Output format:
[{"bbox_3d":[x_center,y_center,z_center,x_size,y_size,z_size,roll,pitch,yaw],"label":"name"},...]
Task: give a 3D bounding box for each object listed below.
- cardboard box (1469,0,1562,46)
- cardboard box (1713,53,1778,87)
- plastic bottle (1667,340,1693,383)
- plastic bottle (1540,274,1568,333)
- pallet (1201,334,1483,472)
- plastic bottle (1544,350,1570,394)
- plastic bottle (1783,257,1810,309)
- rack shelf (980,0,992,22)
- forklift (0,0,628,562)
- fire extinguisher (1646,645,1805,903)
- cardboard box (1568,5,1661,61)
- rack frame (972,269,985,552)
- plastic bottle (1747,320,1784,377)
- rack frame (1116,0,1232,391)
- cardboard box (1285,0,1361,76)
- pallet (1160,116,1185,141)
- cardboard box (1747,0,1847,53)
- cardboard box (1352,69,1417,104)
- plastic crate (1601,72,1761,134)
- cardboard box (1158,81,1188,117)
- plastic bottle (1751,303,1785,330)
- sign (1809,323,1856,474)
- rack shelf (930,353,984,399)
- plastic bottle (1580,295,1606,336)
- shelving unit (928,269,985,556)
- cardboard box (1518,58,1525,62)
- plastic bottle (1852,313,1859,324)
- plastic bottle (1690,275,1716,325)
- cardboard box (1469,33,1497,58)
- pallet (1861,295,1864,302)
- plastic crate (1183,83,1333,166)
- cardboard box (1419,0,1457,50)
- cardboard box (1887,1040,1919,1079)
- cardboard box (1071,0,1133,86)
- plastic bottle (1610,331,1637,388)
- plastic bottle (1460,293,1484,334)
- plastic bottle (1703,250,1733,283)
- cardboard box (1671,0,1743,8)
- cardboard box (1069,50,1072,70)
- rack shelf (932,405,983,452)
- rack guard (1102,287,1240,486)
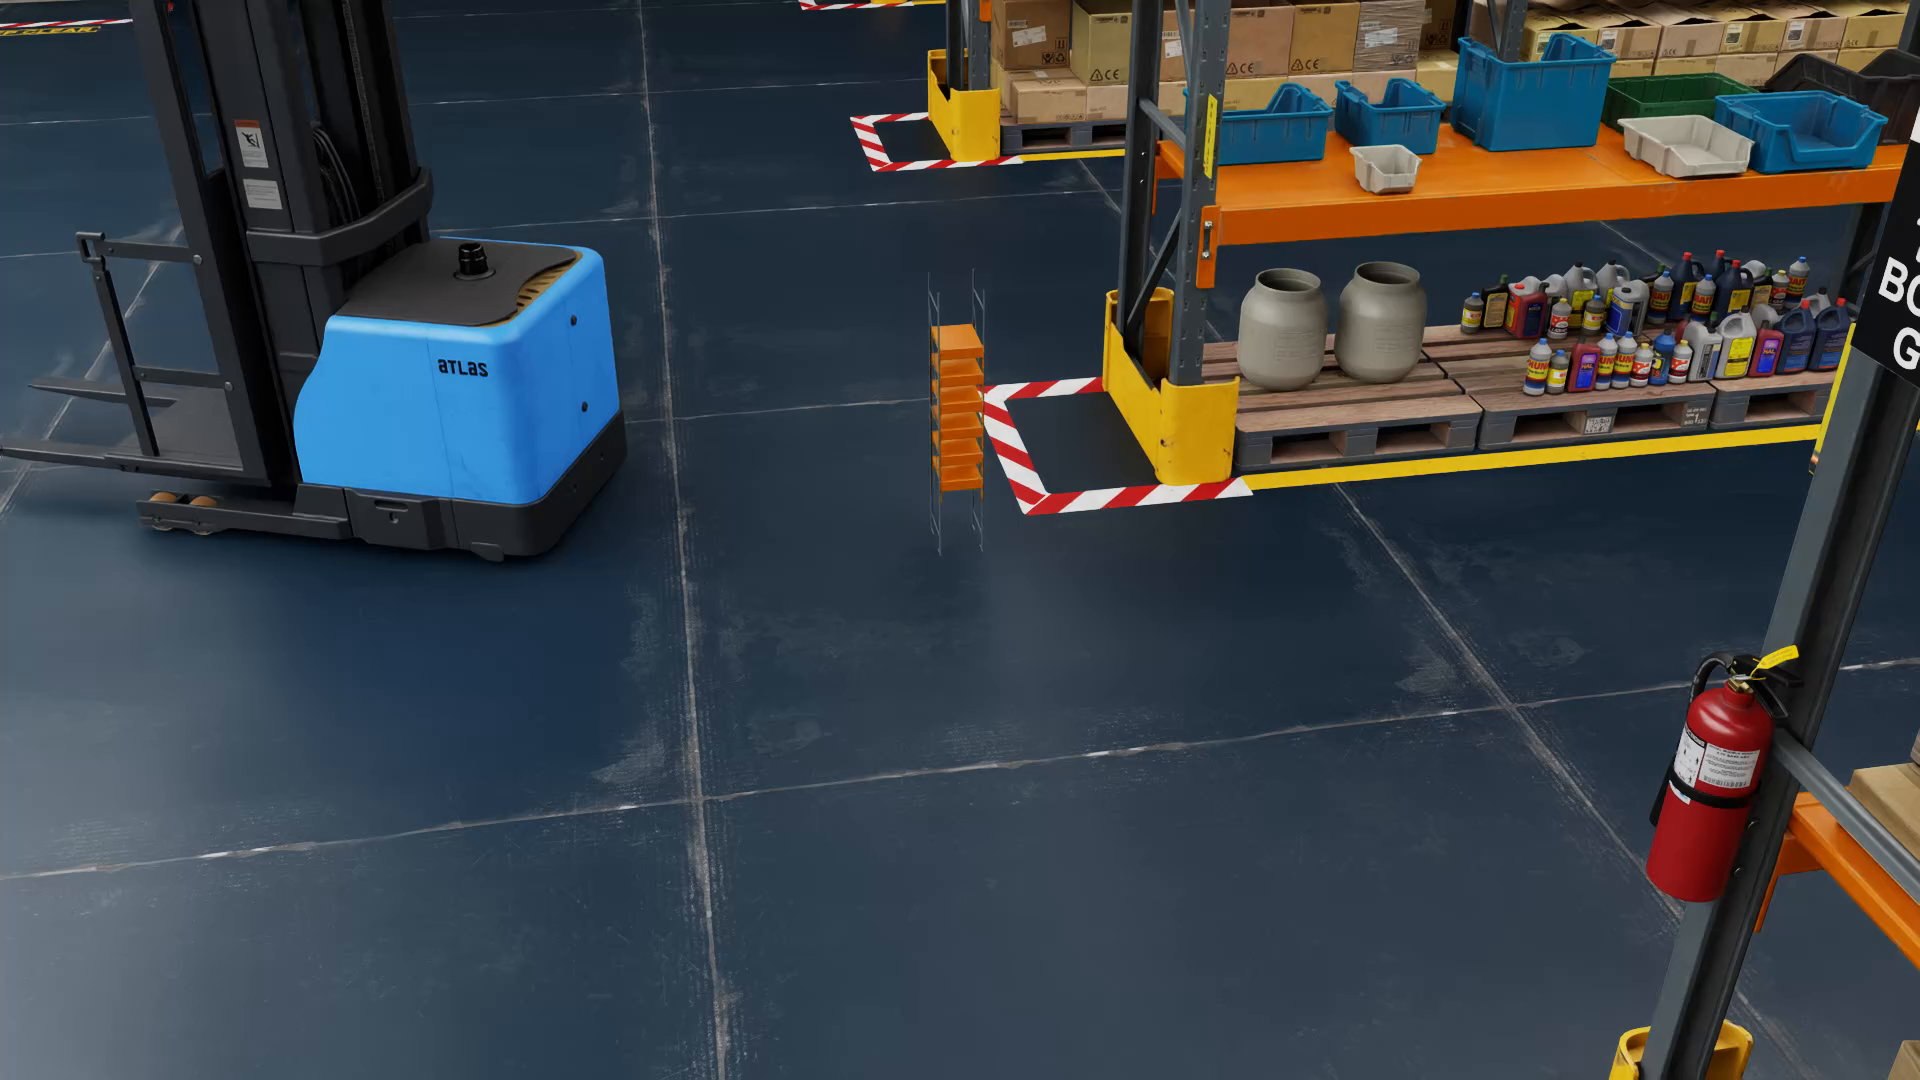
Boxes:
[{"bbox_3d":[4.326,-4.066,12.951,0.500,0.311,0.500,-5,31,-9],"label":"cardboard box"},{"bbox_3d":[5.934,-3.698,12.879,0.500,0.250,0.500,-5,31,-8],"label":"cardboard box"},{"bbox_3d":[3.508,-0.875,8.106,0.097,0.201,0.097,0,30,0],"label":"plastic bottle"},{"bbox_3d":[3.050,-1.237,8.648,0.135,0.276,0.152,-6,31,-10],"label":"plastic bottle"},{"bbox_3d":[1.800,-0.713,8.255,1.213,0.211,1.003,-5,31,-9],"label":"pallet"},{"bbox_3d":[2.875,-0.817,8.006,0.097,0.201,0.097,0,30,0],"label":"plastic bottle"},{"bbox_3d":[4.476,-1.382,8.898,0.097,0.271,0.097,0,30,0],"label":"plastic bottle"},{"bbox_3d":[2.012,-4.156,12.068,4.000,0.370,1.077,-5,31,-9],"label":"rack shelf"},{"bbox_3d":[-3.125,-1.539,6.976,3.031,2.935,1.130,6,31,10],"label":"forklift"},{"bbox_3d":[1.630,0.470,3.568,0.183,0.674,0.296,-5,31,-9],"label":"fire extinguisher"},{"bbox_3d":[4.924,-3.843,12.571,0.500,0.311,0.500,-6,31,-10],"label":"cardboard box"},{"bbox_3d":[0.076,-0.524,6.958,0.006,1.200,0.240,-5,31,-9],"label":"rack frame"},{"bbox_3d":[3.945,-0.942,8.138,0.133,0.283,0.061,-3,31,-6],"label":"plastic bottle"},{"bbox_3d":[0.933,-1.814,7.375,0.127,3.000,1.000,-5,31,-9],"label":"rack frame"},{"bbox_3d":[2.578,-3.729,12.191,0.500,0.500,0.500,-5,31,-9],"label":"cardboard box"},{"bbox_3d":[1.987,-3.282,12.623,1.213,0.211,1.003,-5,31,-9],"label":"pallet"},{"bbox_3d":[6.436,-3.985,12.814,0.500,0.311,0.500,-5,31,-9],"label":"cardboard box"},{"bbox_3d":[3.069,-3.452,12.460,0.500,0.250,0.500,-5,31,-9],"label":"cardboard box"},{"bbox_3d":[3.482,-2.104,8.078,0.662,0.188,0.450,-5,31,-9],"label":"plastic crate"},{"bbox_3d":[1.596,-3.310,12.219,0.500,0.250,0.500,-5,31,-9],"label":"cardboard box"},{"bbox_3d":[4.046,-1.046,8.322,0.135,0.276,0.152,-5,31,-9],"label":"plastic bottle"},{"bbox_3d":[1.745,-0.258,3.275,0.005,0.325,0.100,-5,31,-9],"label":"sign"},{"bbox_3d":[-0.014,-0.684,6.844,0.180,0.103,0.258,-5,31,-9],"label":"rack shelf"},{"bbox_3d":[3.277,-1.166,8.600,0.097,0.201,0.097,0,30,0],"label":"plastic bottle"},{"bbox_3d":[-0.014,-0.516,6.944,0.189,1.200,0.258,-5,31,-9],"label":"shelving unit"},{"bbox_3d":[4.421,-3.558,12.640,0.500,0.250,0.500,-6,31,-10],"label":"cardboard box"},{"bbox_3d":[4.454,-0.989,8.219,0.133,0.283,0.061,-4,31,-6],"label":"plastic bottle"},{"bbox_3d":[3.878,-1.252,8.678,0.097,0.271,0.097,0,30,0],"label":"plastic bottle"},{"bbox_3d":[4.335,-3.827,13.097,0.500,0.250,0.500,-6,31,-9],"label":"cardboard box"},{"bbox_3d":[5.634,-1.068,8.858,1.213,0.211,1.003,-5,31,-9],"label":"pallet"},{"bbox_3d":[1.372,-1.944,7.744,0.616,0.251,0.499,-5,31,-9],"label":"plastic crate"},{"bbox_3d":[3.467,-4.081,12.790,0.500,0.500,0.500,-5,31,-9],"label":"cardboard box"},{"bbox_3d":[2.443,1.504,3.785,0.500,0.500,0.500,0,30,0],"label":"cardboard box"},{"bbox_3d":[1.104,-3.587,11.950,0.500,0.500,0.500,-5,31,-9],"label":"cardboard box"},{"bbox_3d":[3.209,-0.878,8.041,0.097,0.271,0.097,0,30,0],"label":"plastic bottle"},{"bbox_3d":[2.661,-1.183,8.630,0.097,0.201,0.097,0,30,0],"label":"plastic bottle"},{"bbox_3d":[3.999,-1.360,8.782,0.185,0.351,0.144,-4,31,-8],"label":"plastic bottle"},{"bbox_3d":[5.823,-4.205,13.187,0.500,0.311,0.500,-6,31,-10],"label":"cardboard box"},{"bbox_3d":[1.009,-3.527,12.588,0.500,0.250,0.500,-5,31,-9],"label":"cardboard box"},{"bbox_3d":[-0.014,-0.478,6.966,0.180,0.103,0.258,-5,31,-9],"label":"rack shelf"},{"bbox_3d":[1.000,-0.766,8.060,0.348,0.500,1.175,-5,31,-9],"label":"rack guard"}]
